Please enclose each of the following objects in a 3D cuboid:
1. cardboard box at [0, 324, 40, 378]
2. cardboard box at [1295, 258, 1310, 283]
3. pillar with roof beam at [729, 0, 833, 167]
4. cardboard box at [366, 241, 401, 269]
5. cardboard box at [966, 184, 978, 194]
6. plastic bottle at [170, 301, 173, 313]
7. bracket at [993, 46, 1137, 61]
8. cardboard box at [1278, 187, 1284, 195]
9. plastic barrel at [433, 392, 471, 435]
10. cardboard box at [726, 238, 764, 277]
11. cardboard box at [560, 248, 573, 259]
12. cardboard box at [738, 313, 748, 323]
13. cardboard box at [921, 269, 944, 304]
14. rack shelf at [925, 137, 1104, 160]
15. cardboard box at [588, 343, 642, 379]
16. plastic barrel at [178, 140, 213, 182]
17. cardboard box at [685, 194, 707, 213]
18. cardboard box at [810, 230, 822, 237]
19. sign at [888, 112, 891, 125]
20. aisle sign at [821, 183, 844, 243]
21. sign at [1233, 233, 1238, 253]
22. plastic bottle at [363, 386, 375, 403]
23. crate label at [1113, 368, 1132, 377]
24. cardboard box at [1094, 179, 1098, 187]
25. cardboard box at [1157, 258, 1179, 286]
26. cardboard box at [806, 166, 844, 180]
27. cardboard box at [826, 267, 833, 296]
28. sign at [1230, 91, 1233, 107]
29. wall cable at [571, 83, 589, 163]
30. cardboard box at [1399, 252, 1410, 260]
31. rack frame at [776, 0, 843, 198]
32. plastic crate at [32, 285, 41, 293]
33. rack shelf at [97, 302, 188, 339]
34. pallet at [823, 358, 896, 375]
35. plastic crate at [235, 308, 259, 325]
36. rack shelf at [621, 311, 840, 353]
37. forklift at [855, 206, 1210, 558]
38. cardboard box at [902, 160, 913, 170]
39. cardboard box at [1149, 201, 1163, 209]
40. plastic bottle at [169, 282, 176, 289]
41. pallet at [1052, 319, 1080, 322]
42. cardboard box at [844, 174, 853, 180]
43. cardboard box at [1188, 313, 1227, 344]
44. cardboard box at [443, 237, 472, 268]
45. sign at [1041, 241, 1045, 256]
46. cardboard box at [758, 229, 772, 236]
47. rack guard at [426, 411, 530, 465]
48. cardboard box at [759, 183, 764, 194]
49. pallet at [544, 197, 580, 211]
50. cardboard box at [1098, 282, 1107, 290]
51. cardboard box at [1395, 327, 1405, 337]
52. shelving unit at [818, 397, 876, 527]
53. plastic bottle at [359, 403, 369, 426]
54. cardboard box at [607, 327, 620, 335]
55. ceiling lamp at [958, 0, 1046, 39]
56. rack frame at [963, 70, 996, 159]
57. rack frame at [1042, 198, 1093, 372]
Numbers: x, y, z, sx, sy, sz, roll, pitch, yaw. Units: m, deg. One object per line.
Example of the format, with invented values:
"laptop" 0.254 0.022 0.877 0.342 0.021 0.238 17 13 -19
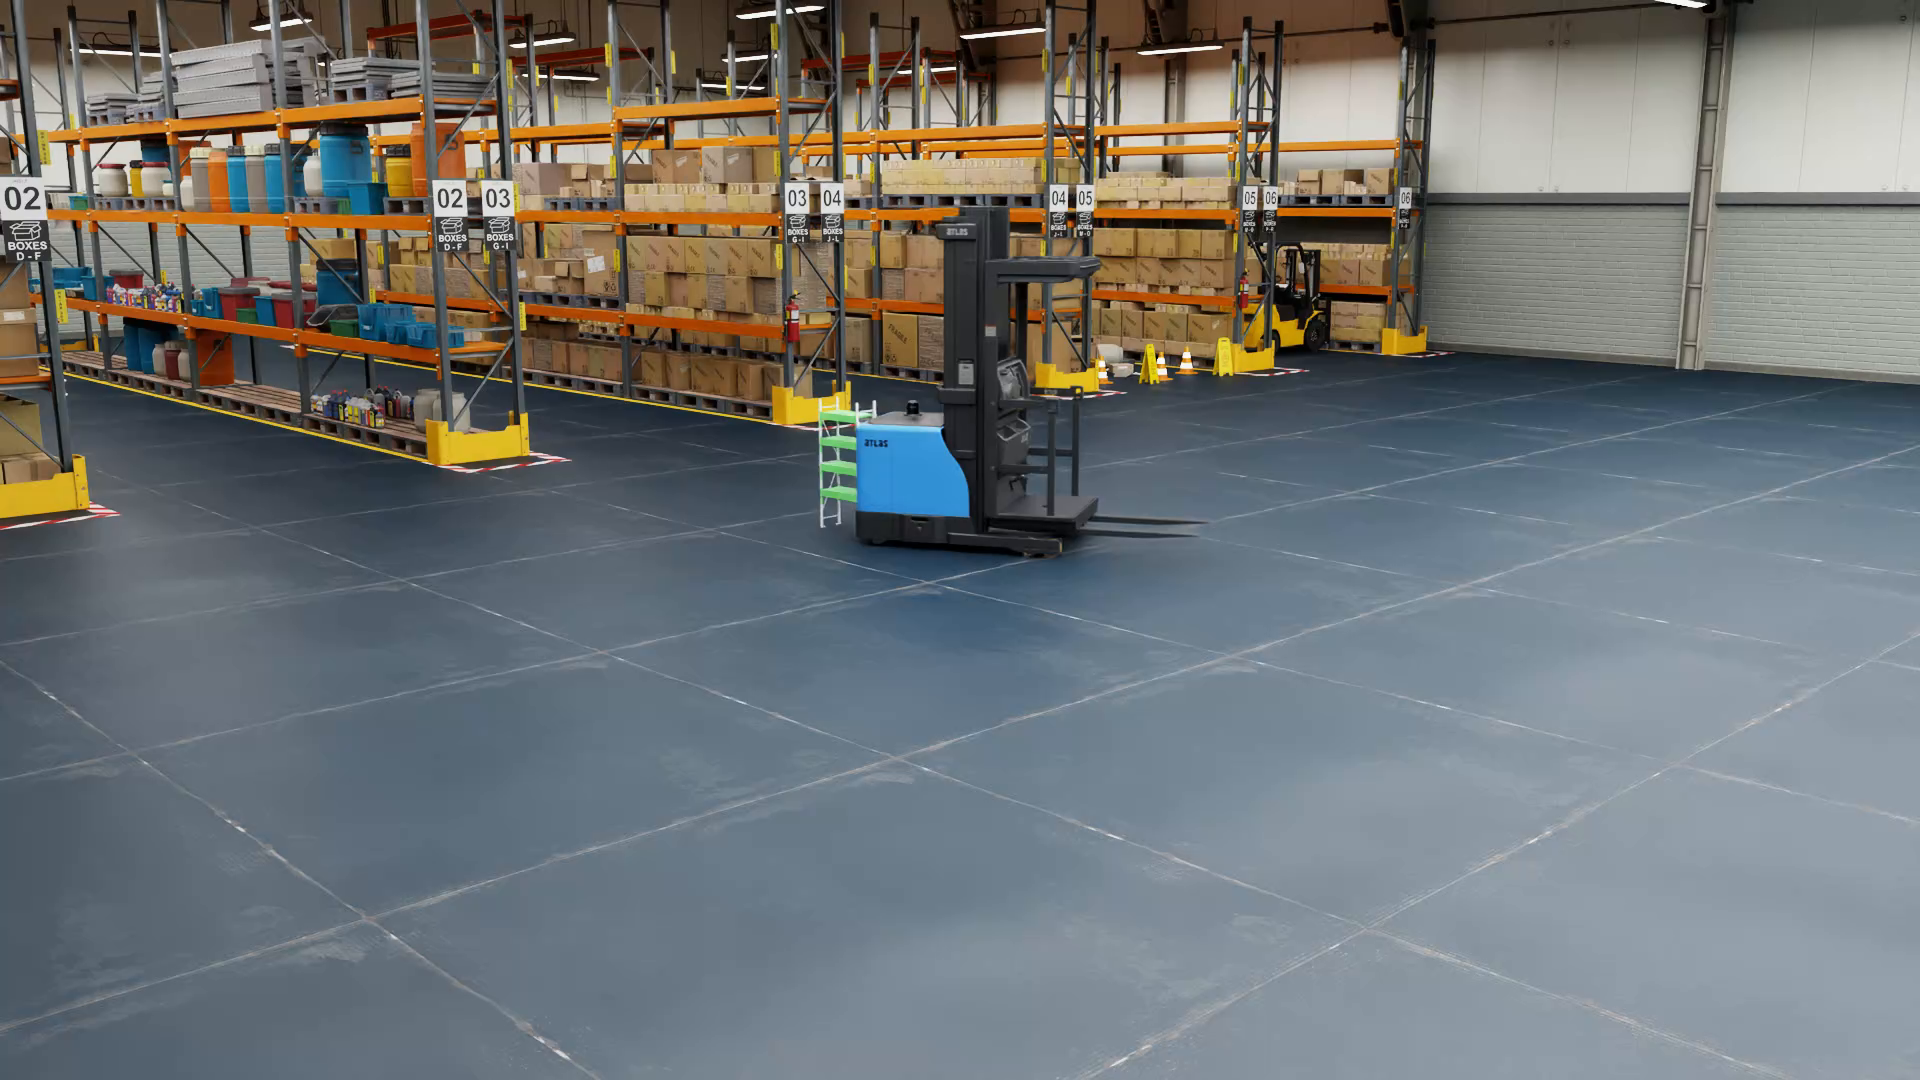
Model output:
"cardboard box" -9.464 -1.853 16.225 0.700 0.500 0.500 -11 16 -43
"cardboard box" 7.181 -5.495 33.902 0.500 0.500 0.500 -11 16 -42
"pillar with roof beam" -6.601 -10.380 42.993 9.100 9.000 0.548 -11 16 -43
"cardboard box" -10.781 -5.335 31.148 0.500 0.500 0.500 -10 15 -41
"cardboard box" 0.322 -5.578 26.454 0.380 0.149 0.250 -11 16 -42
"plastic bottle" -11.904 -3.547 25.186 0.097 0.201 0.097 0 12 0
"bracket" 2.477 -11.379 38.920 0.076 0.066 4.783 -11 16 -43
"cardboard box" 6.630 -7.152 34.092 0.380 0.149 0.250 -10 15 -41
"plastic barrel" -6.075 -1.497 19.867 0.421 0.512 0.421 0 12 0
"cardboard box" -2.891 -3.917 23.025 0.500 0.500 0.500 -11 16 -43
"cardboard box" -8.192 -5.995 35.591 0.500 0.500 0.500 11 16 44
"cardboard box" -2.873 -3.108 23.188 0.380 0.149 0.250 -11 16 -43
"cardboard box" -0.141 -4.223 27.605 0.875 0.550 0.550 -11 16 -43
"rack shelf" 1.041 -7.761 33.054 1.077 0.370 4.000 -11 16 -43
"cardboard box" -5.470 -2.854 26.435 0.700 0.500 0.500 -11 16 -43
"plastic barrel" -11.480 -5.560 24.926 0.600 0.830 0.708 -11 16 -43
"cardboard box" -3.546 -4.766 23.549 0.500 0.250 0.500 -11 16 -44
"cardboard box" -3.007 -6.681 37.180 0.500 0.500 0.500 -11 16 -42
"sign" -1.862 -11.070 43.636 0.100 0.325 0.005 -11 16 -43
"aisle sign" -1.723 -4.420 22.490 0.394 0.787 0.004 -11 16 -43
"sign" 4.769 -5.143 28.786 0.100 0.325 0.005 -11 16 -43
"plastic bottle" -7.779 -1.852 21.941 0.144 0.351 0.185 -11 16 -43
"crate label" 2.798 -2.878 28.541 0.298 0.136 0.250 3 12 16
"cardboard box" 2.604 -6.690 31.164 0.380 0.149 0.250 -10 15 -41
"cardboard box" 3.925 -4.878 30.169 0.500 0.500 0.500 -11 16 -43
"cardboard box" -2.448 -6.516 30.136 0.500 0.500 0.500 -11 16 -43
"cardboard box" -2.340 -4.610 29.605 0.500 0.500 0.500 -11 16 -42
"sign" 5.625 -9.128 34.407 0.100 0.325 0.005 -11 16 -43
"wall cable" -9.997 -10.559 43.864 0.463 3.000 0.029 -11 16 -43
"cardboard box" 8.725 -5.640 32.997 0.250 0.149 0.380 11 16 44
"rack frame" -1.983 -6.052 21.988 1.000 3.000 0.127 -11 16 -43
"plastic crate" -16.521 -4.519 29.917 0.250 0.136 0.298 -11 16 -43
"rack shelf" -12.471 -3.531 26.400 1.077 0.370 4.000 -11 16 -43
"pallet" -1.676 -3.111 29.487 1.003 0.211 1.213 -11 16 -43
"plastic crate" -9.735 -3.119 23.141 0.450 0.188 0.662 -11 16 -43
"rack shelf" -3.364 -3.054 24.083 1.077 0.370 4.000 -11 16 -43
"forklift" 0.651 -1.402 14.451 3.031 2.935 1.130 3 12 16
"cardboard box" -0.731 -6.191 27.453 0.380 0.149 0.250 -11 16 -43
"cardboard box" 3.643 -6.072 30.140 0.380 0.149 0.250 -11 16 -43
"plastic bottle" -12.853 -4.036 27.188 0.144 0.351 0.185 -11 16 -43
"pallet" 2.759 -5.103 39.159 1.003 0.211 1.213 -11 16 -43
"cardboard box" -2.704 -7.801 36.621 0.500 0.500 0.500 -11 16 -44
"cardboard box" 4.442 -3.802 29.847 0.500 0.500 0.500 -11 16 -42
"cardboard box" -8.917 -5.123 29.612 0.797 0.503 0.637 -10 15 -41
"sign" 1.272 -4.400 25.379 0.100 0.325 0.005 -11 16 -43
"cardboard box" -4.331 -6.964 38.553 0.500 0.500 0.500 -11 16 -42
"rack guard" -5.652 -1.204 19.518 1.175 0.500 0.348 -11 16 -43
"cardboard box" -2.496 -4.757 22.515 0.250 0.149 0.380 11 16 43
"pallet" -5.813 -5.331 26.385 1.213 0.211 1.003 -11 16 -43
"cardboard box" 2.825 -4.801 31.404 0.380 0.149 0.250 -11 16 -43
"cardboard box" 8.574 -4.145 33.372 0.500 0.250 0.500 -11 16 -42
"shelving unit" -1.032 -0.691 15.291 0.503 1.200 0.258 11 16 41
"plastic bottle" -7.401 -1.573 20.774 0.135 0.276 0.152 11 16 44
"cardboard box" -7.130 -4.361 34.670 0.380 0.149 0.250 -11 16 -42
"ceiling lamp" 0.935 -10.552 29.363 0.800 3.185 2.000 -11 16 -43
"rack frame" 0.485 -9.877 40.551 1.000 3.000 0.127 -11 16 -43
"rack frame" 1.674 -3.791 25.877 1.000 3.000 0.127 -11 16 -43
